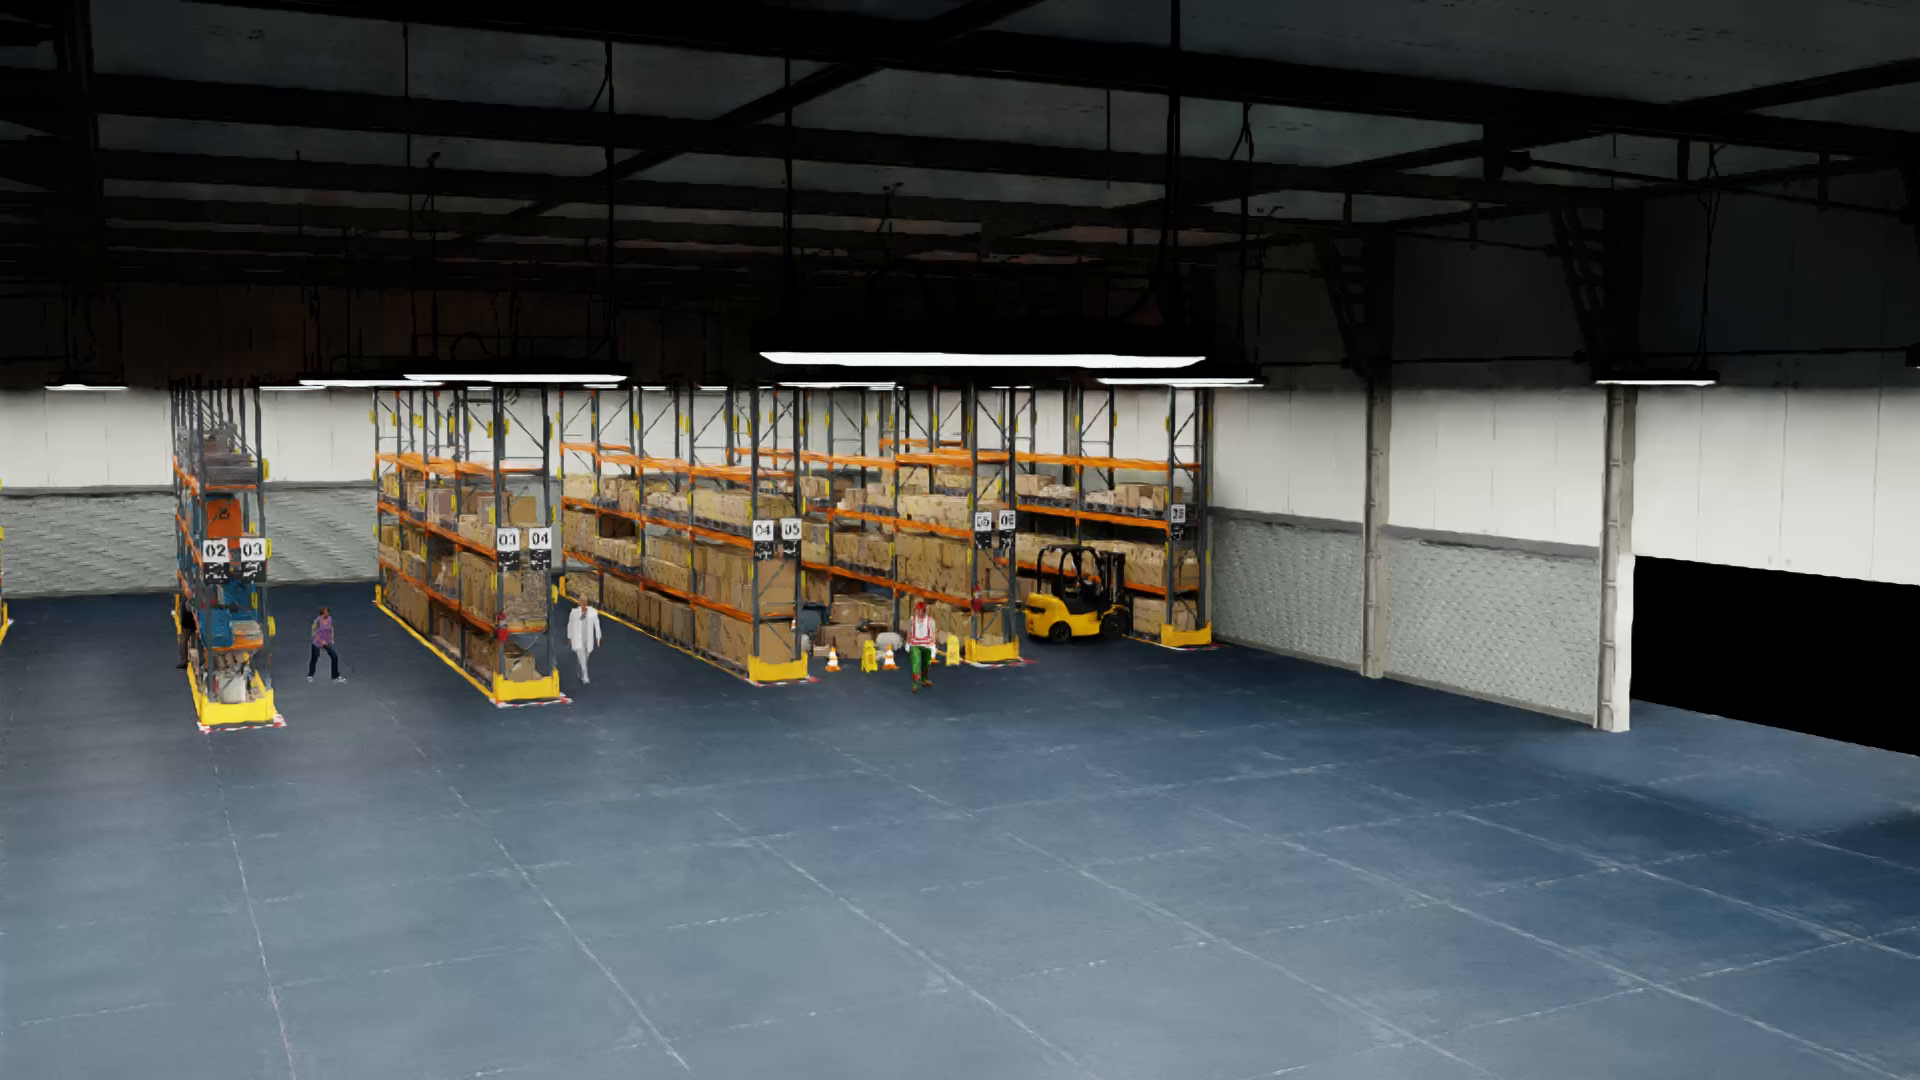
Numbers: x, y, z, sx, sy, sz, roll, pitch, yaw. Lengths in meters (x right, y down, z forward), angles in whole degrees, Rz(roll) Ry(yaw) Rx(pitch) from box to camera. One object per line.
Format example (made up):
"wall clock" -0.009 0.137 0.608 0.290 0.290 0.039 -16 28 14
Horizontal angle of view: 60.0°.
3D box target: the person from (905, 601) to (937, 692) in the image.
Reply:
"person" -0.750 2.024 31.978 0.594 1.736 0.988 -1 5 -6

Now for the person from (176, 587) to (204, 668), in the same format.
"person" -15.981 1.810 34.695 0.574 1.674 0.954 0 5 -5

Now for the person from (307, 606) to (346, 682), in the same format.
"person" -12.552 2.037 32.772 0.774 1.530 0.569 5 7 45

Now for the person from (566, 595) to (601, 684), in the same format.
"person" -7.410 1.940 32.834 0.603 1.724 1.093 -3 6 -28
